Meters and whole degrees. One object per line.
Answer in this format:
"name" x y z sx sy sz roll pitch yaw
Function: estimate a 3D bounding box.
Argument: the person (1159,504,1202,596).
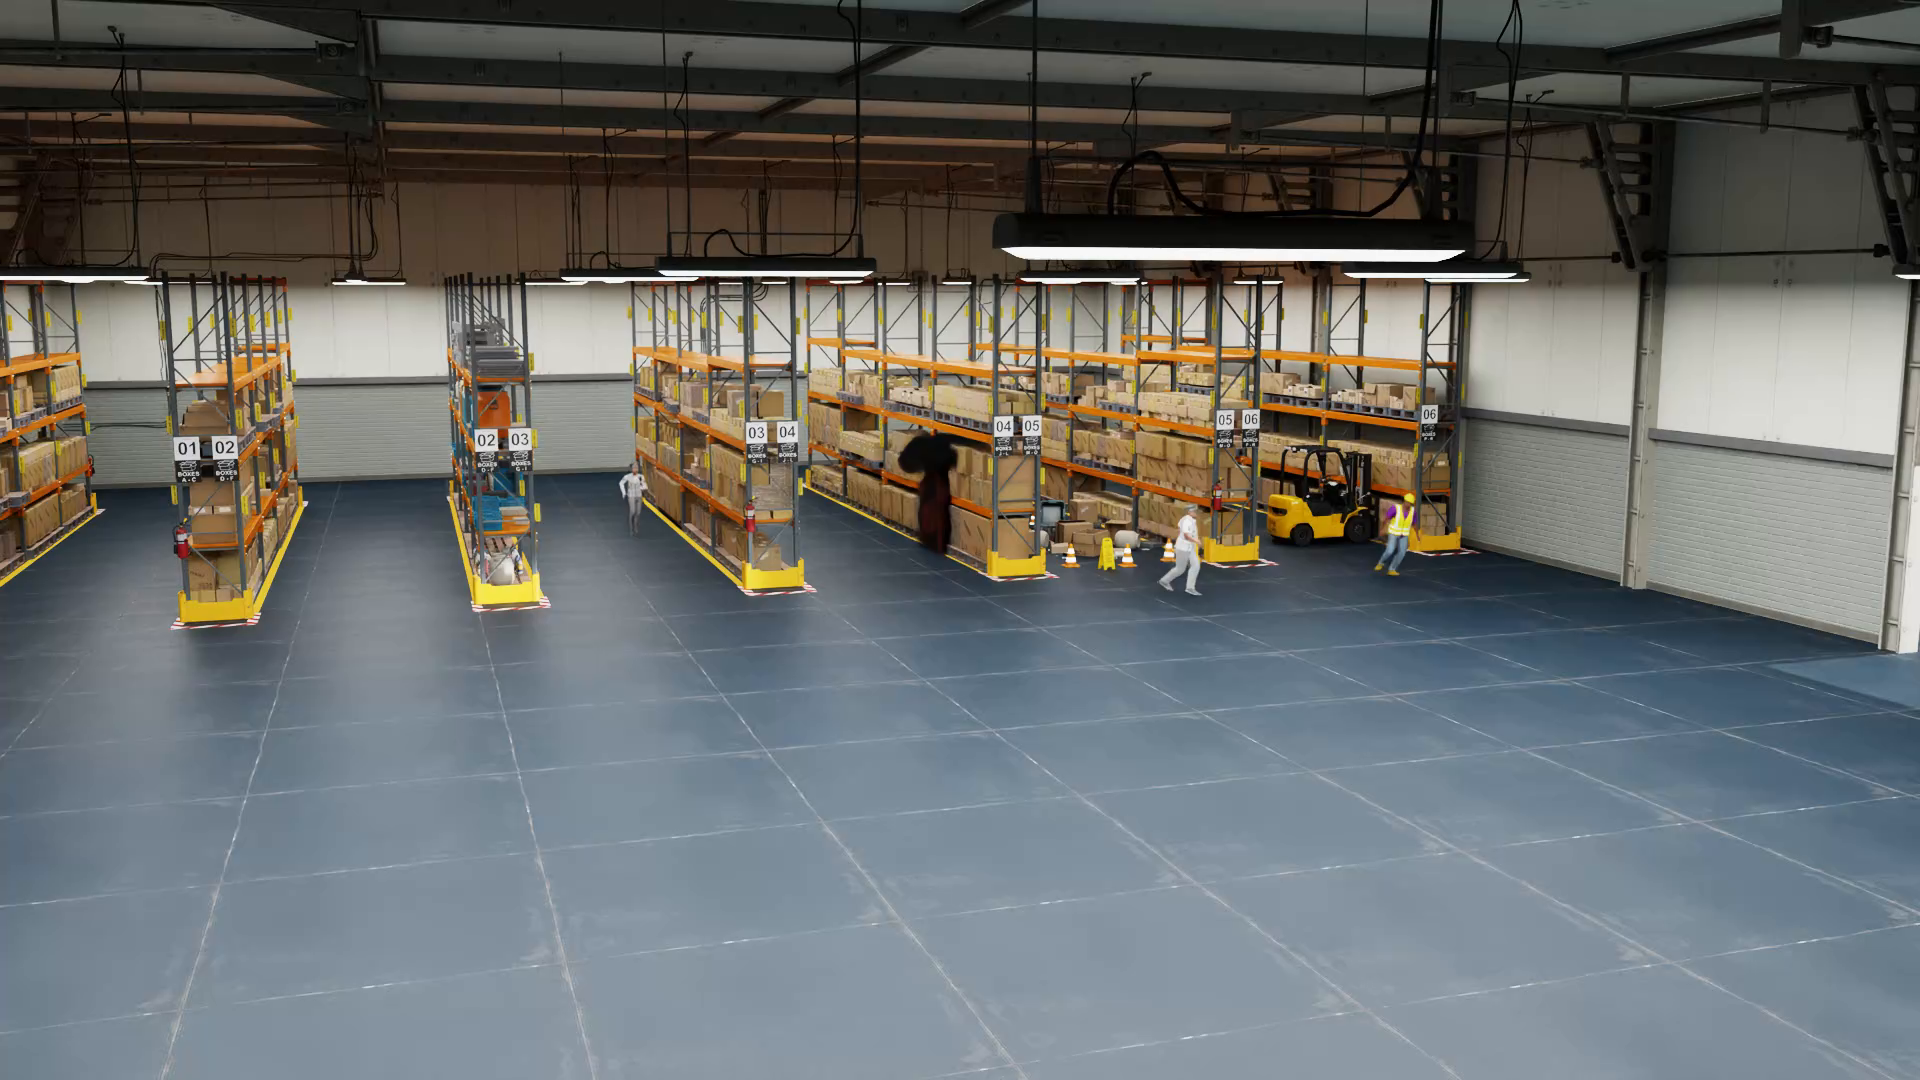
"person" 4.141 0.177 31.203 0.833 1.753 0.630 3 9 21

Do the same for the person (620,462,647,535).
"person" -7.608 -0.967 38.907 0.591 1.712 0.678 -4 9 -24

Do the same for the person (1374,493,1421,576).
"person" 8.758 -0.118 33.196 0.809 1.680 0.695 -1 9 -9
